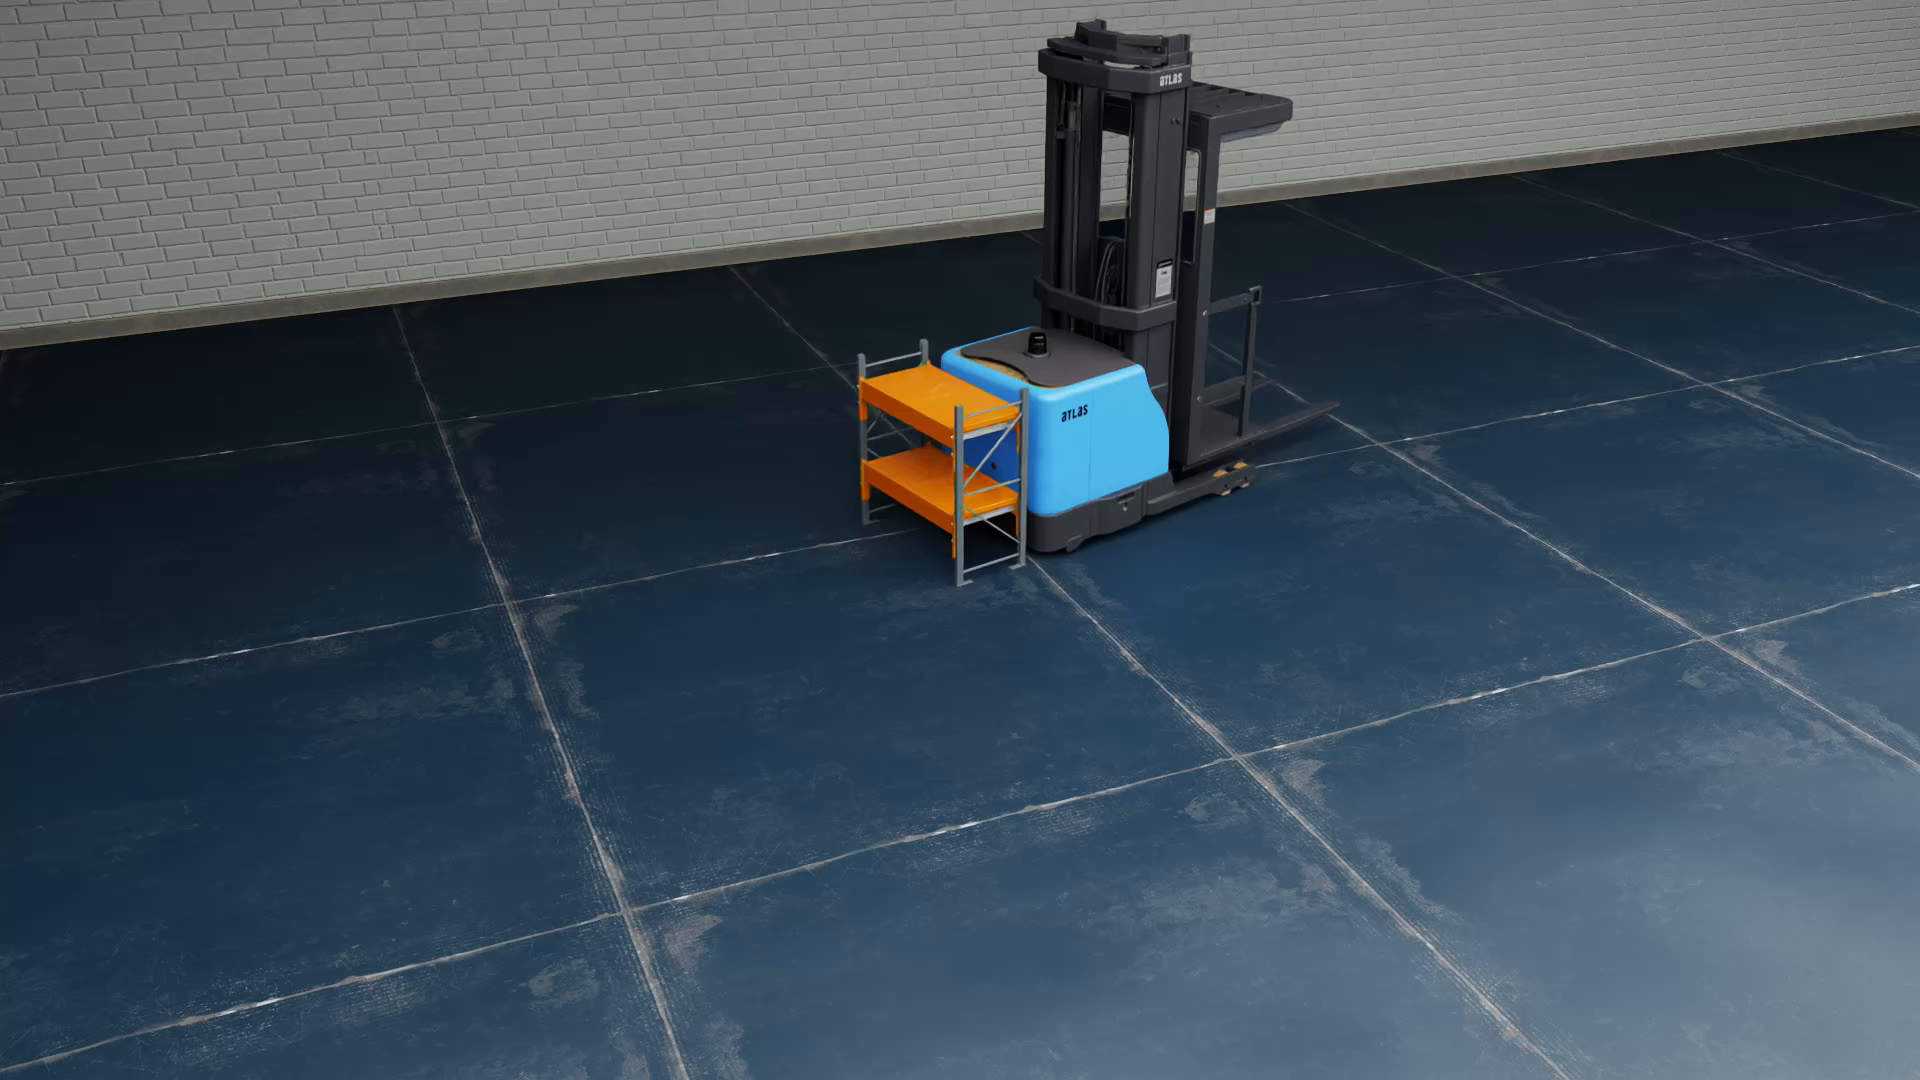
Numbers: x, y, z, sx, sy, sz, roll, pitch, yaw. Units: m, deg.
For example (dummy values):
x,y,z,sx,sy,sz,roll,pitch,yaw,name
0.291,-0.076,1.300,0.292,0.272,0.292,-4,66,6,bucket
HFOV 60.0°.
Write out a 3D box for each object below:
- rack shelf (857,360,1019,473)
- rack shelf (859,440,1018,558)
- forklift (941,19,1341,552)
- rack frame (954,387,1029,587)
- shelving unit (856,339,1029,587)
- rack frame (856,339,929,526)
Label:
x,y,z,sx,sy,sz,roll,pitch,yaw,name
-0.115,-0.744,9.825,0.538,0.278,1.000,-17,31,-31,rack shelf
-0.115,-0.261,10.061,0.538,0.278,1.000,-17,31,-31,rack shelf
1.317,-1.764,10.521,3.031,2.935,1.130,-20,33,-36,forklift
0.180,-0.299,9.581,0.500,1.125,0.032,-17,31,-31,rack frame
-0.115,-0.481,9.953,0.538,1.125,1.048,-17,31,-31,shelving unit
-0.409,-0.663,10.326,0.500,1.125,0.032,-17,31,-31,rack frame
